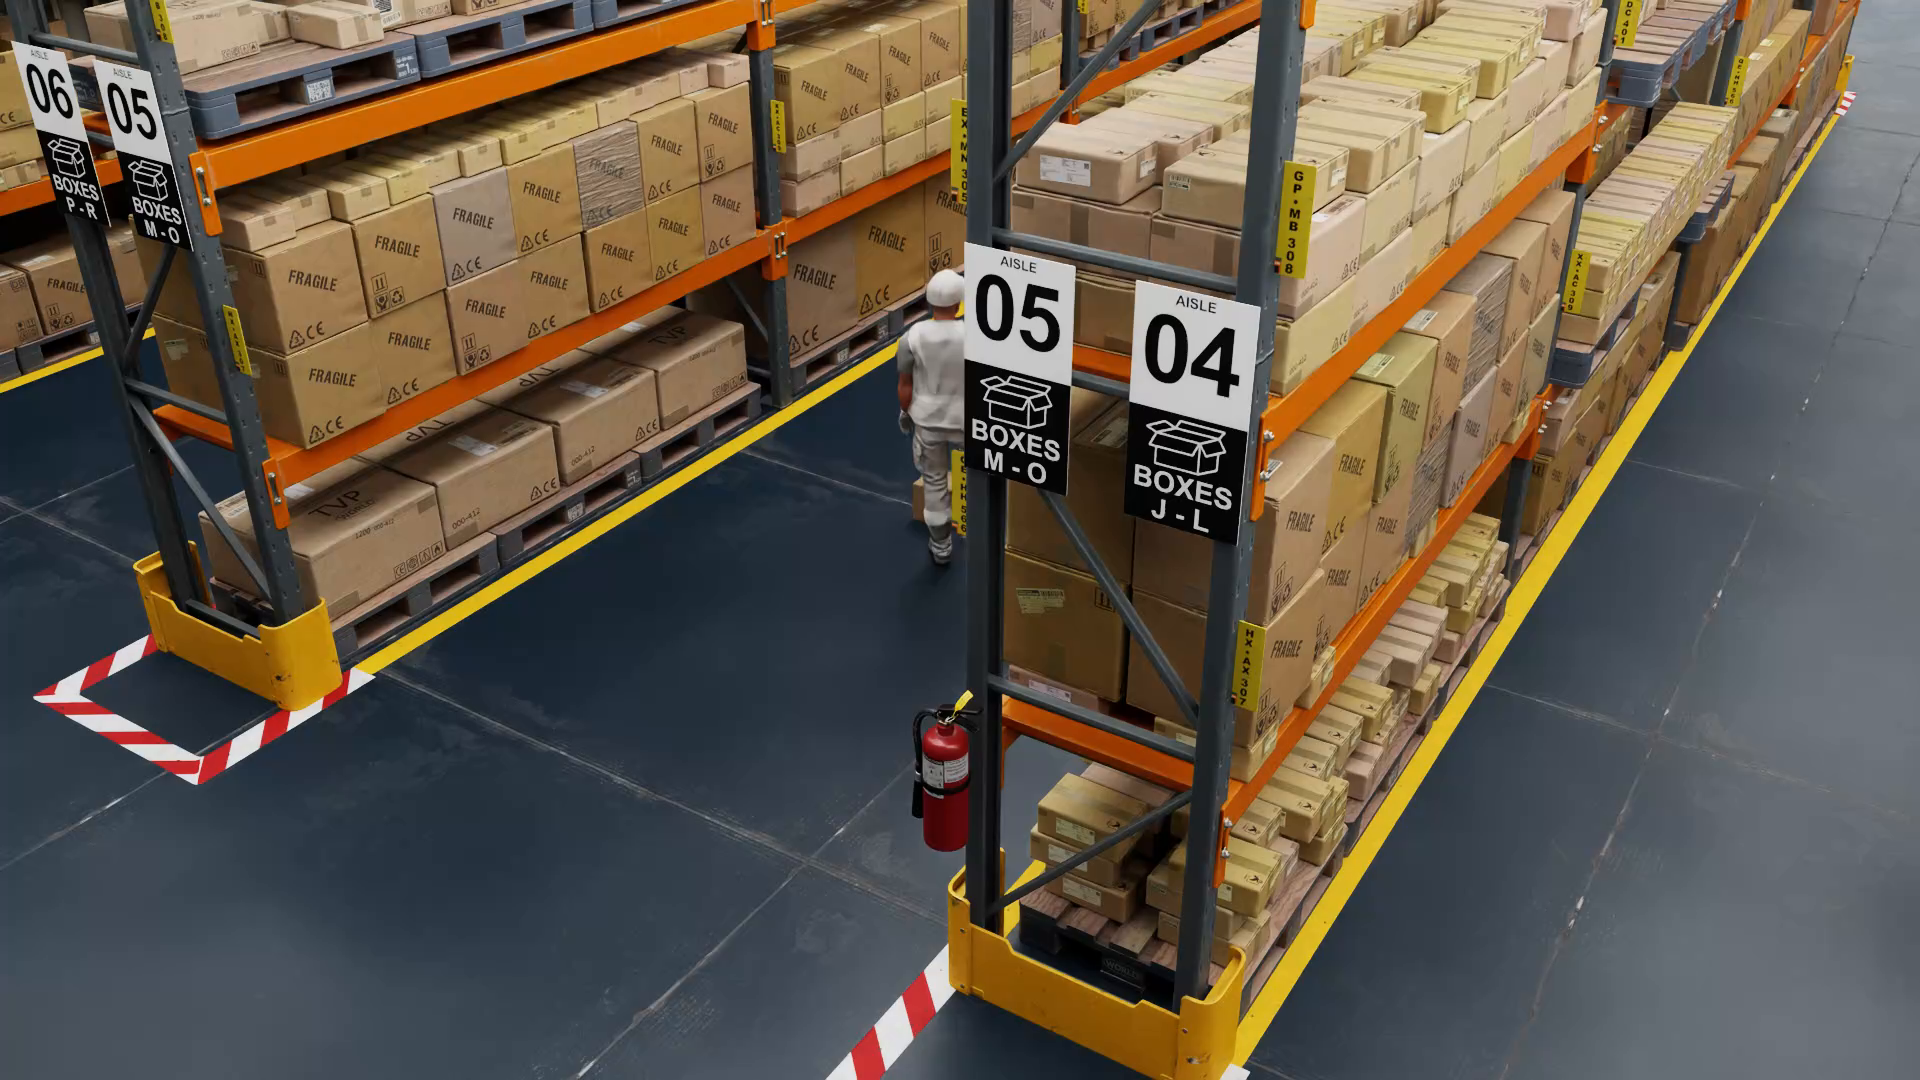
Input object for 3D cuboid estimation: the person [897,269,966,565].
[{"bbox_3d":[-0.071,-0.687,9.304,0.550,1.785,0.472,-1,30,-2],"label":"person"}]
